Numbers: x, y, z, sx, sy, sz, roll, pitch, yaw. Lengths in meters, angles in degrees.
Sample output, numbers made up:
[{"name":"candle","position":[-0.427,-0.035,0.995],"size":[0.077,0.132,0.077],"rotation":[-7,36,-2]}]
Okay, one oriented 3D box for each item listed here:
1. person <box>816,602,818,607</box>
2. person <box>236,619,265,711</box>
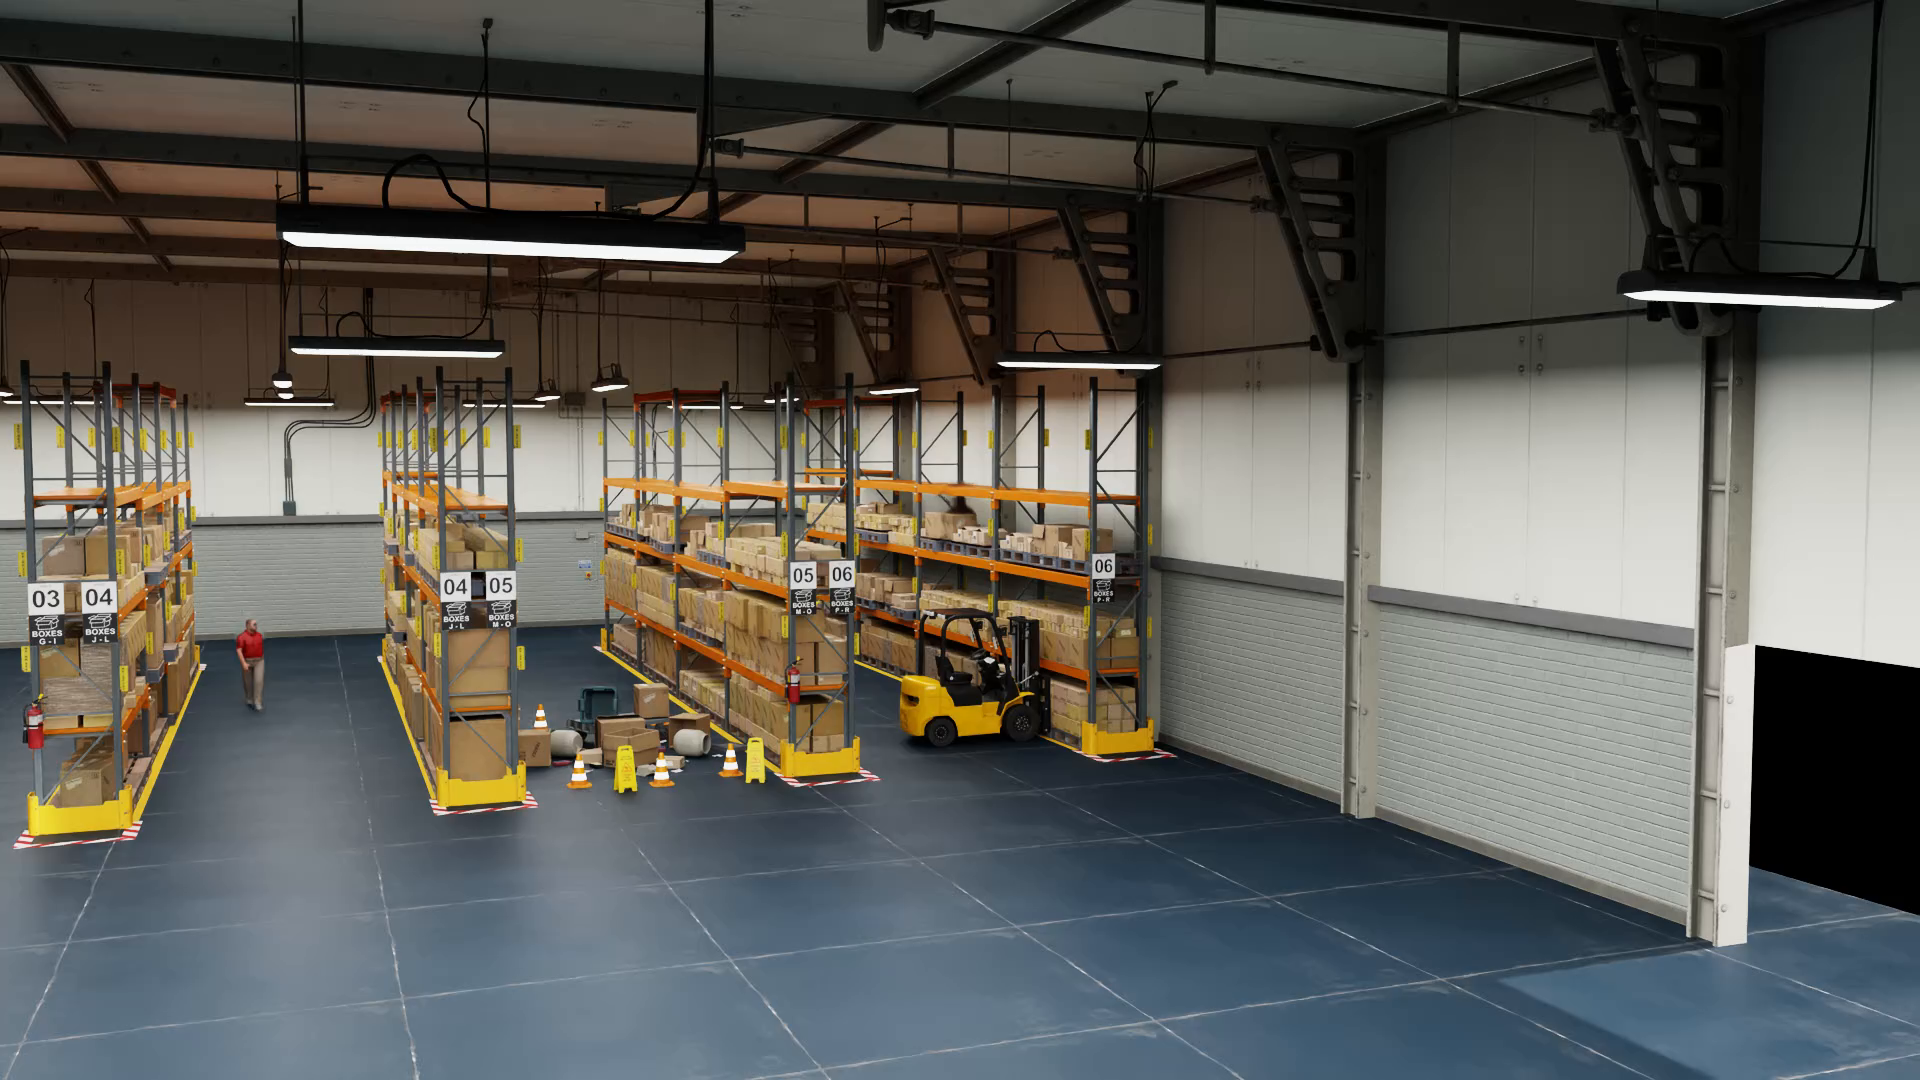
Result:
[{"name":"person","position":[-3.360,1.921,36.373],"size":[0.426,1.774,0.585],"rotation":[-2,4,-35]},{"name":"person","position":[-13.156,2.306,30.858],"size":[0.479,1.682,1.032],"rotation":[-1,4,-18]}]
